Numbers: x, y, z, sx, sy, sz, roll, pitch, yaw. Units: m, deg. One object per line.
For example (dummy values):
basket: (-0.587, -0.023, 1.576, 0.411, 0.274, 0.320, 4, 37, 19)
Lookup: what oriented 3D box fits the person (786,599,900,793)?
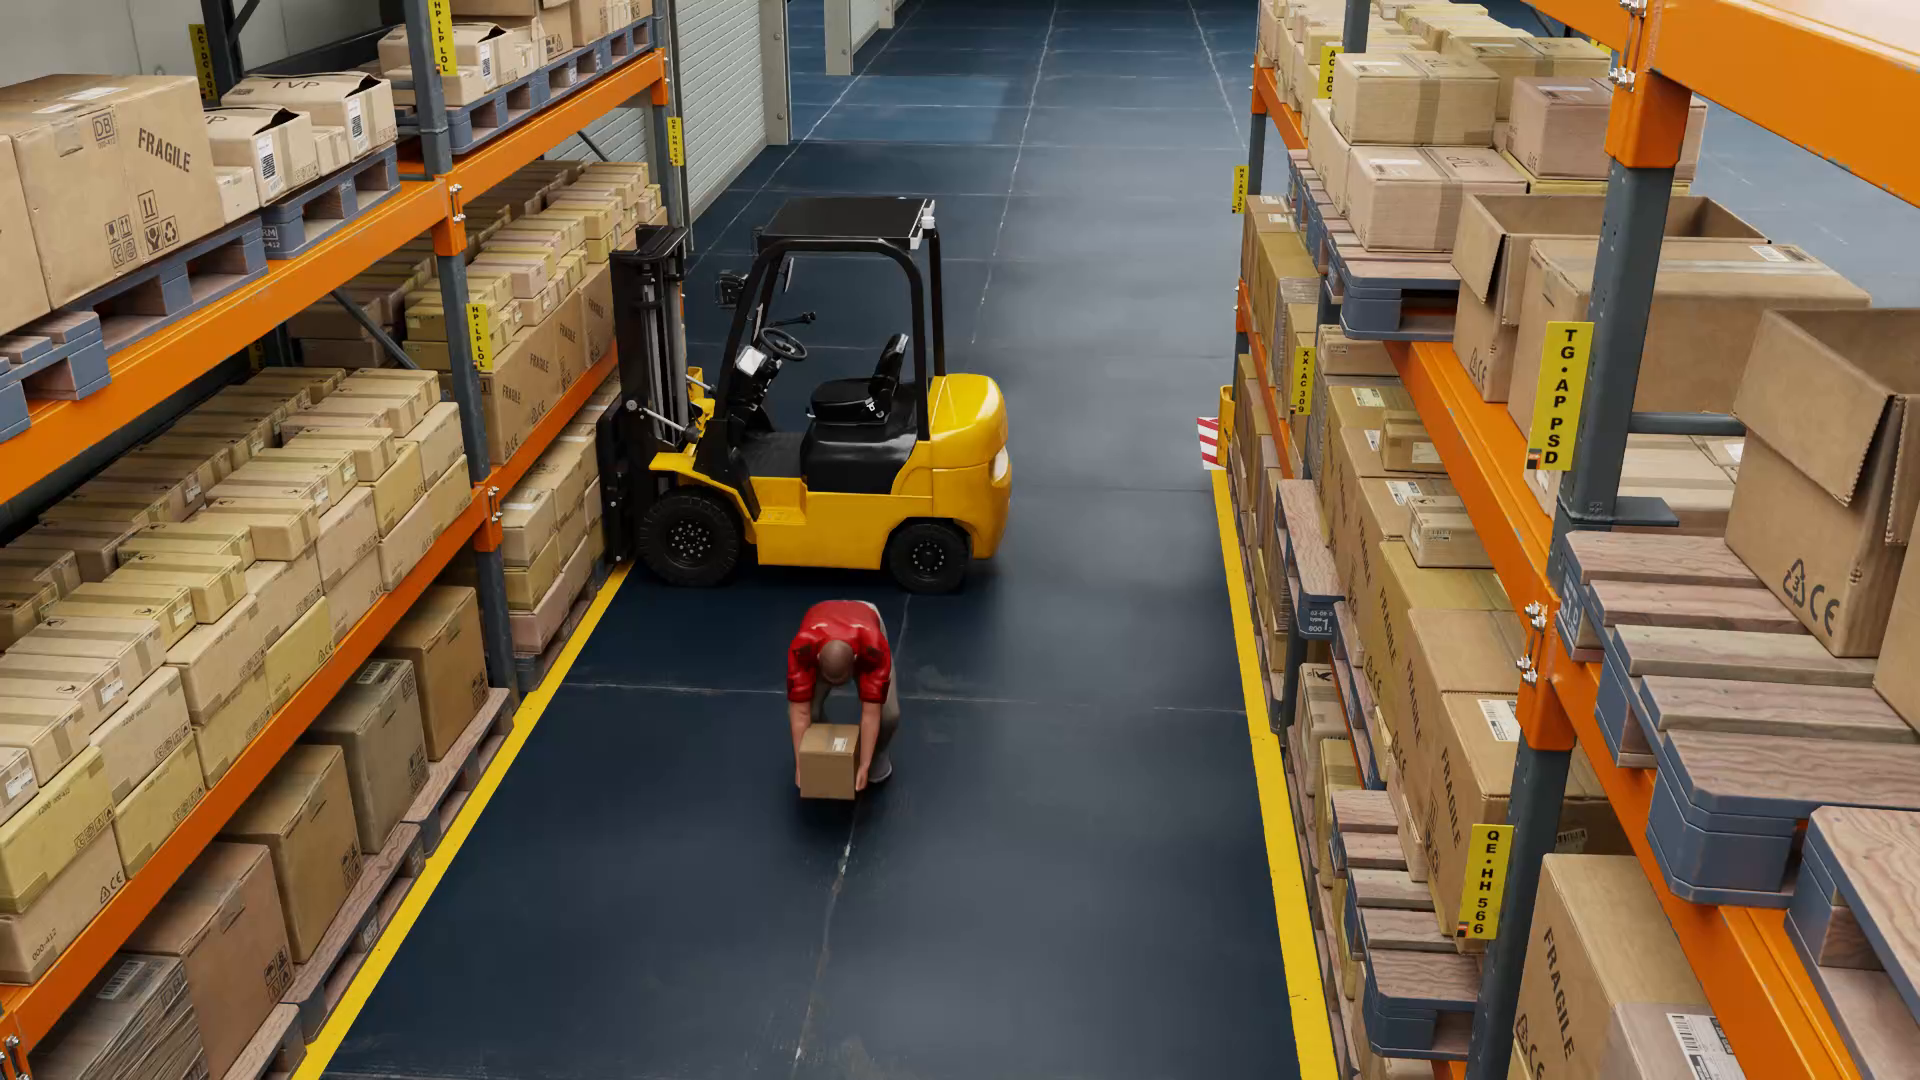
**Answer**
person: (-0.553, 0.744, 7.898, 0.536, 0.978, 0.930, 1, 24, 2)
